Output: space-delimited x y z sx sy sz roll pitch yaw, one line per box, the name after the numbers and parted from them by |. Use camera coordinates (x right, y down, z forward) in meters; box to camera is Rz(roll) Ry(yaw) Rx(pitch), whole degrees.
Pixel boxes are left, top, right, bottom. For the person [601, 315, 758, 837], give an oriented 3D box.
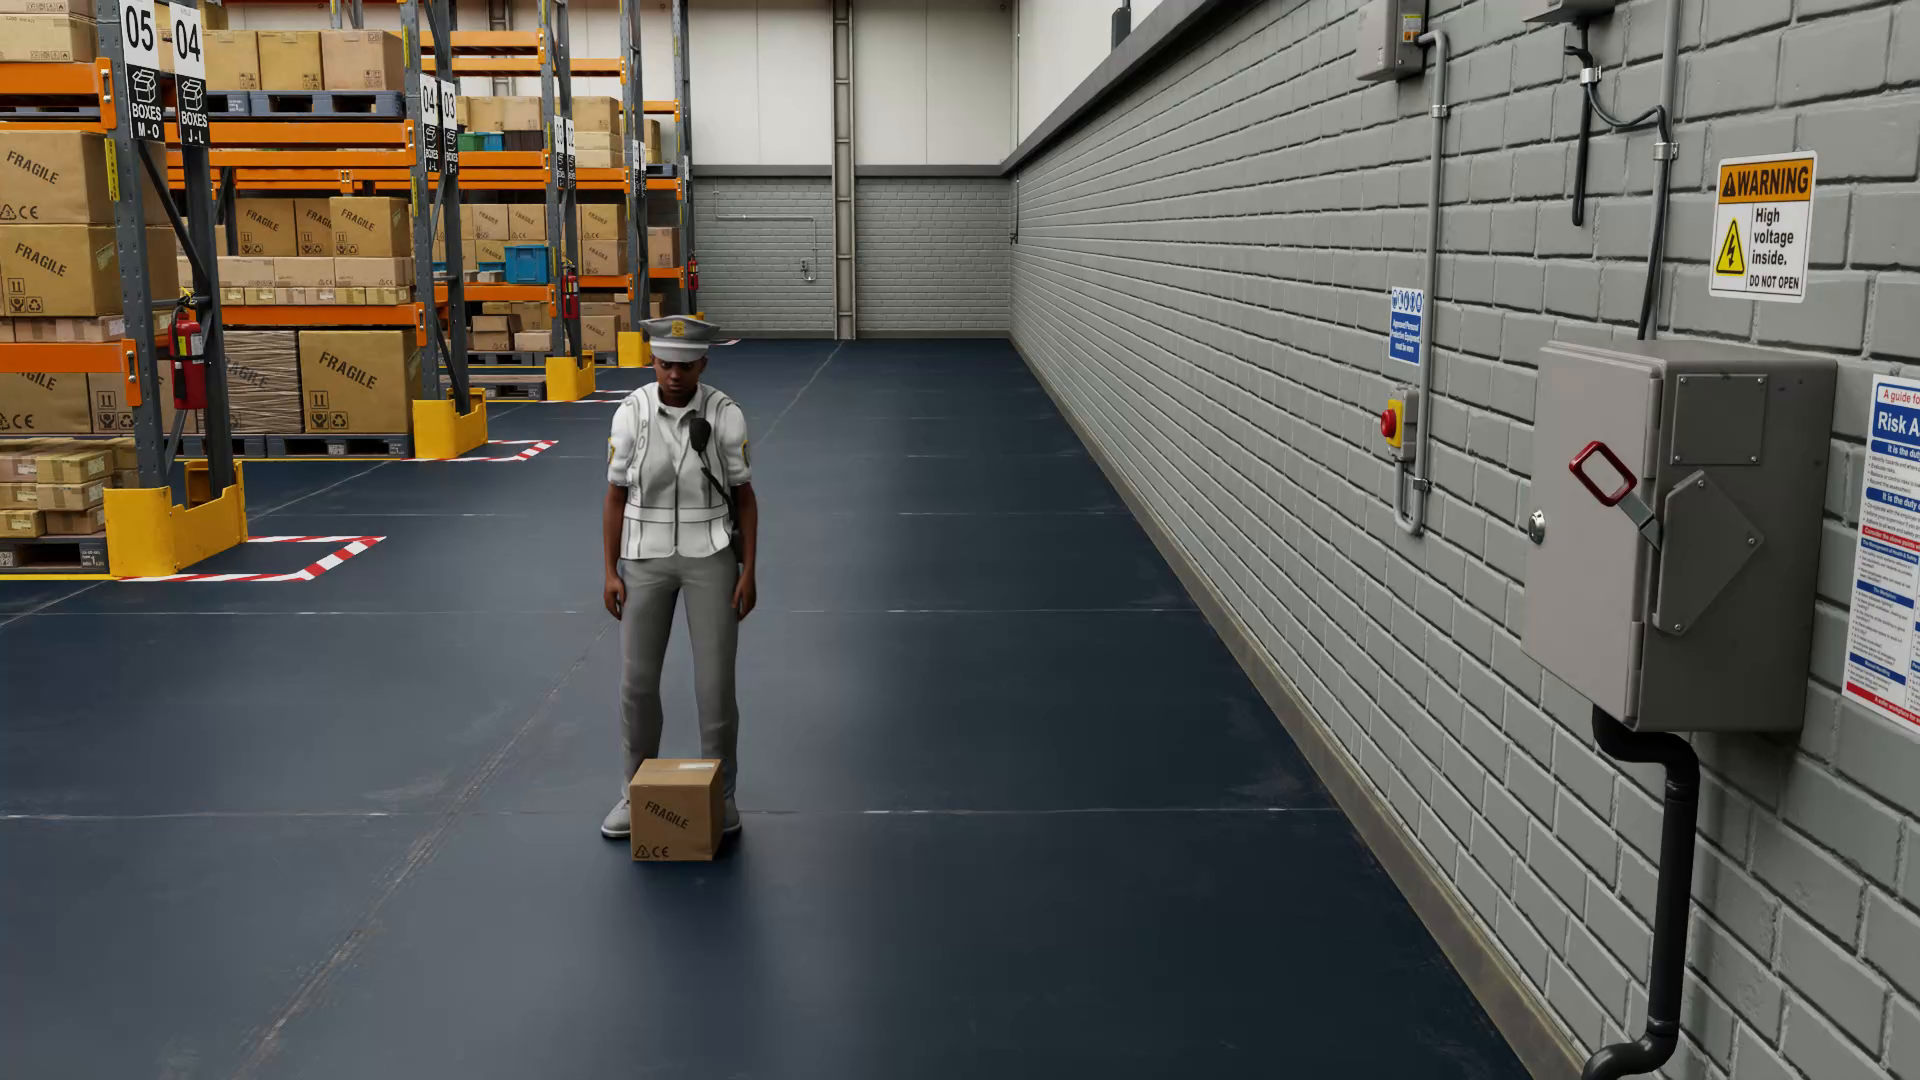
-0.905 0.112 5.323 0.515 1.656 0.397 -1 10 -4 | person
